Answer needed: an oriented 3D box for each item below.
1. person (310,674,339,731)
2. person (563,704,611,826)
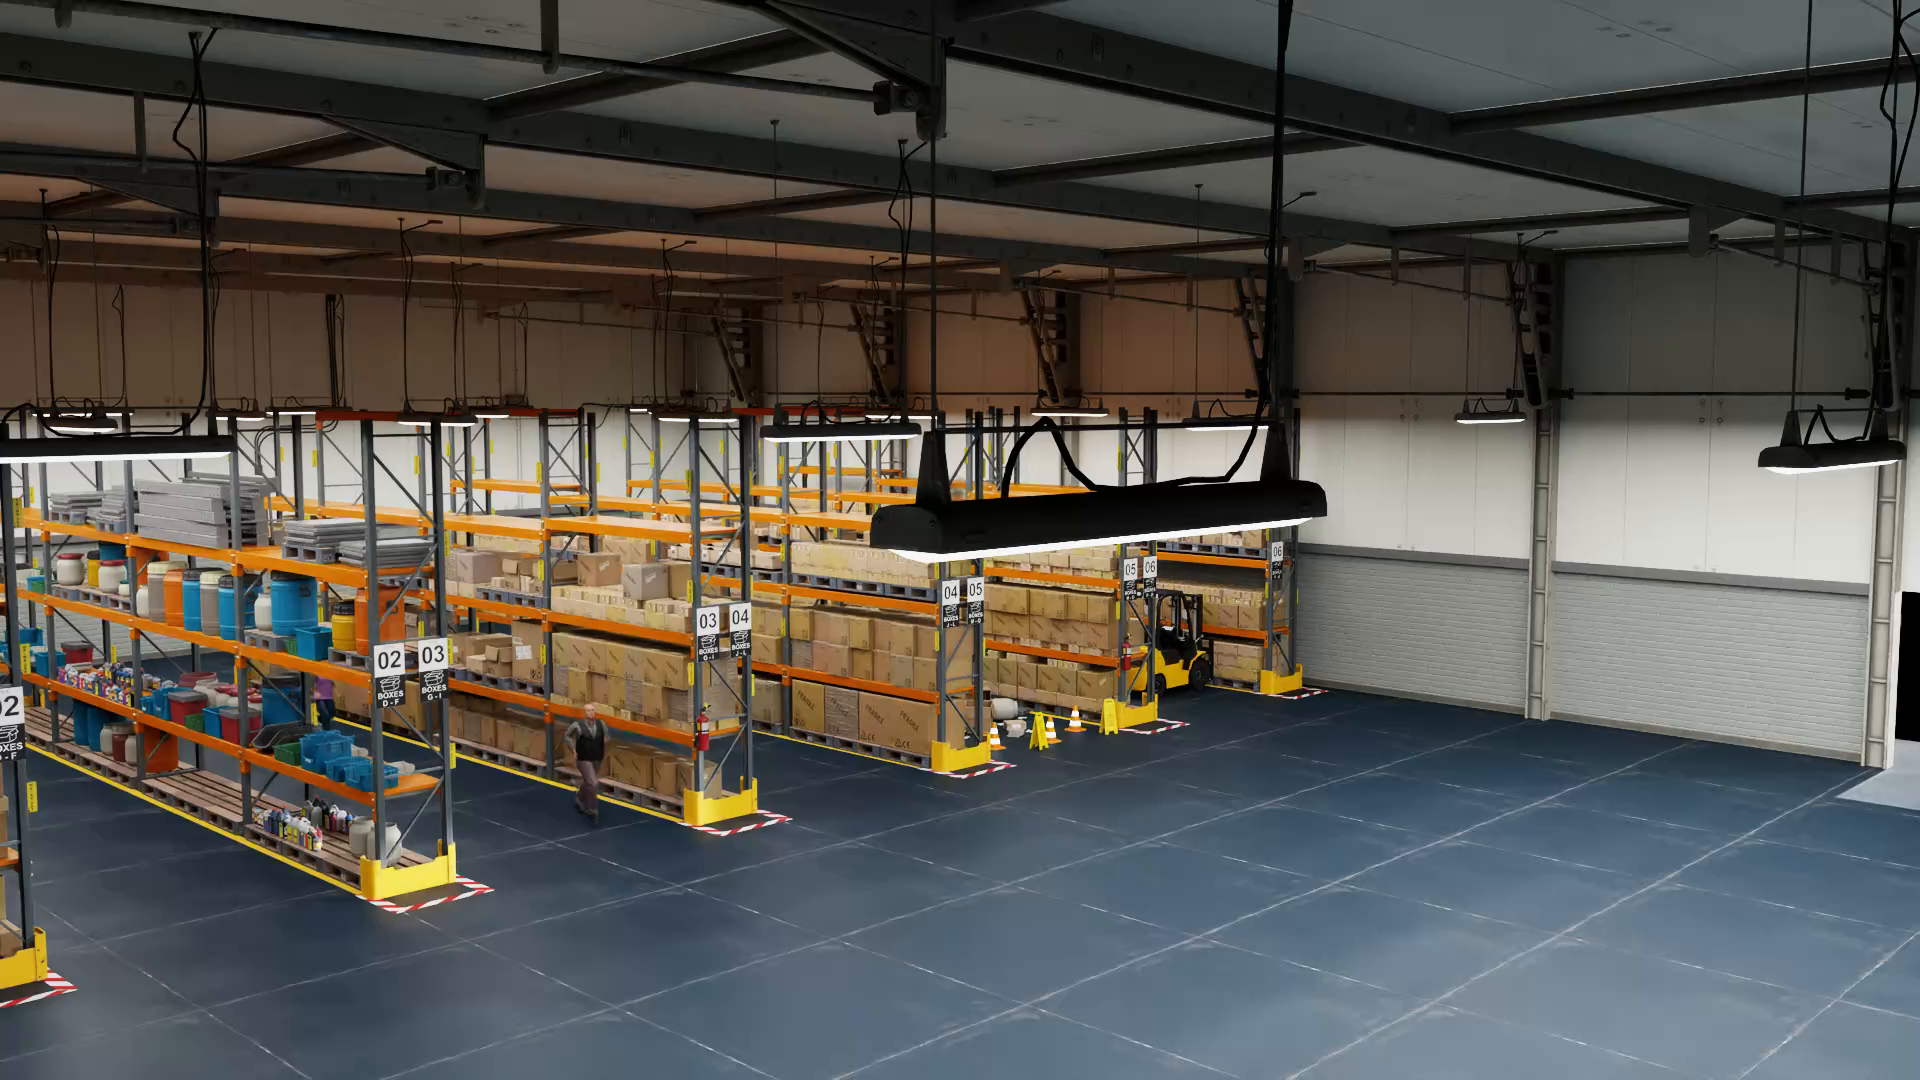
[{"bbox_3d":[-11.608,2.888,30.241,0.634,1.571,0.541,4,7,40],"label":"person"},{"bbox_3d":[-5.485,3.299,24.655,0.789,1.785,0.630,5,7,44],"label":"person"}]
